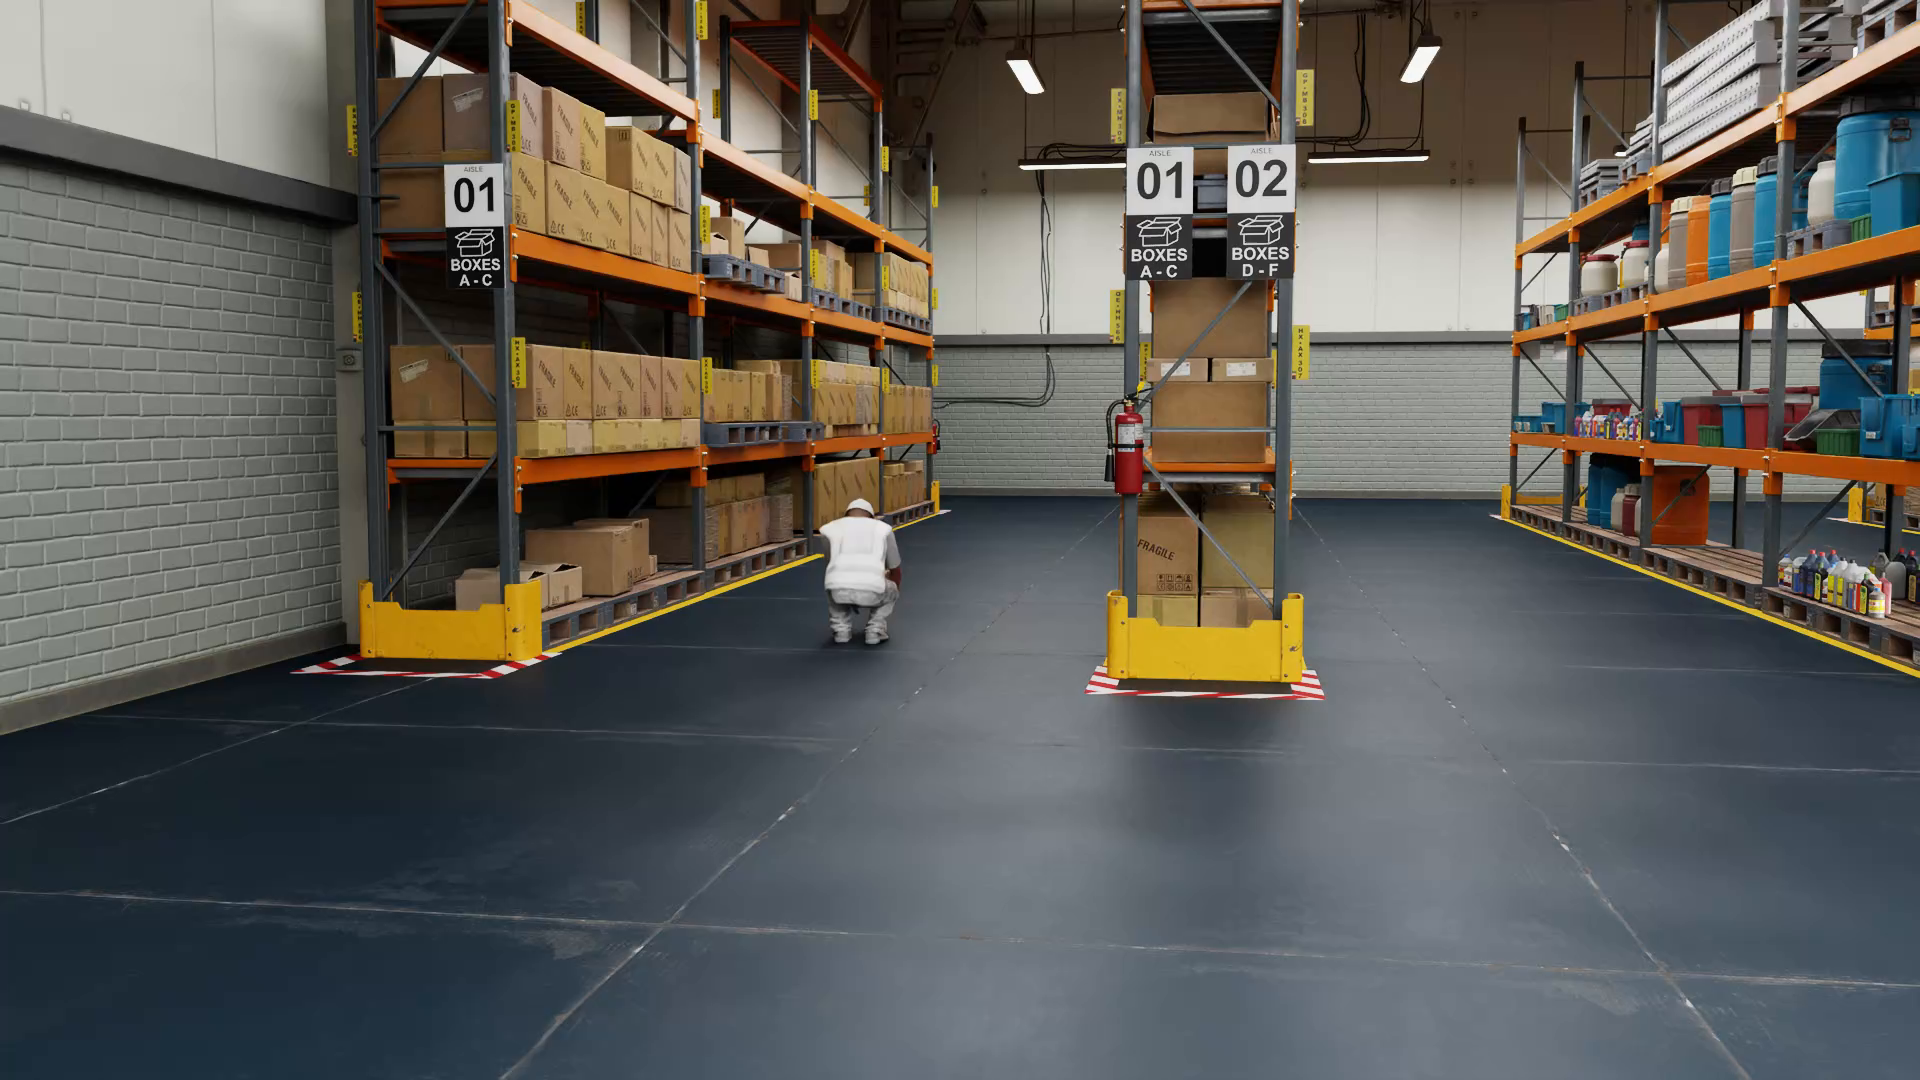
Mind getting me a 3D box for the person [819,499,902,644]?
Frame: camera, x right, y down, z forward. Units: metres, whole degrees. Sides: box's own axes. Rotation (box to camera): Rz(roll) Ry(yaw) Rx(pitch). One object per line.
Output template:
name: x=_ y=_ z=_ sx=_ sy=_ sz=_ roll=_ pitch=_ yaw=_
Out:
person: x=-0.725 y=0.216 z=11.857 sx=0.567 sy=0.993 sz=0.898 roll=1 pitch=4 yaw=9
